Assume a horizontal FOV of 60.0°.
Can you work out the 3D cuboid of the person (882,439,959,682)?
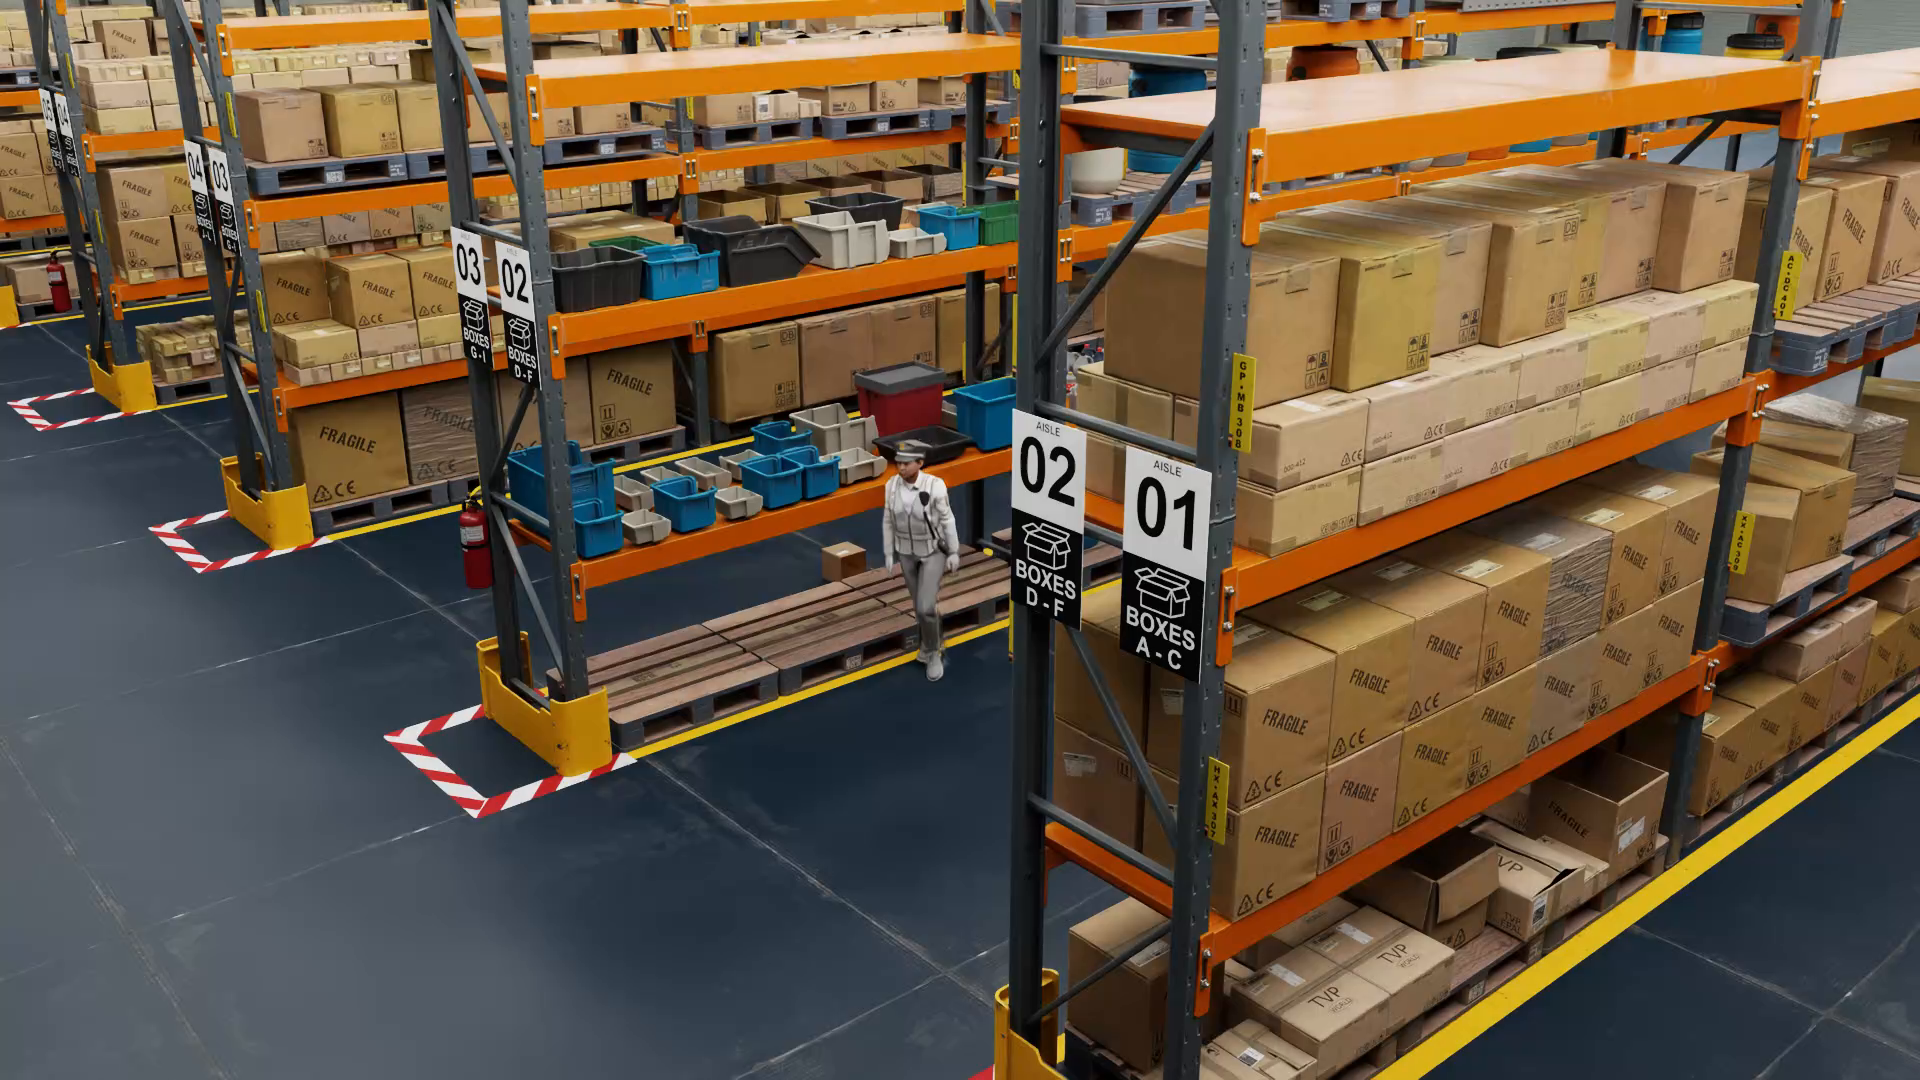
[{"bbox_3d":[-0.272,0.092,11.309,0.512,1.692,0.514,10,23,24],"label":"person"}]
